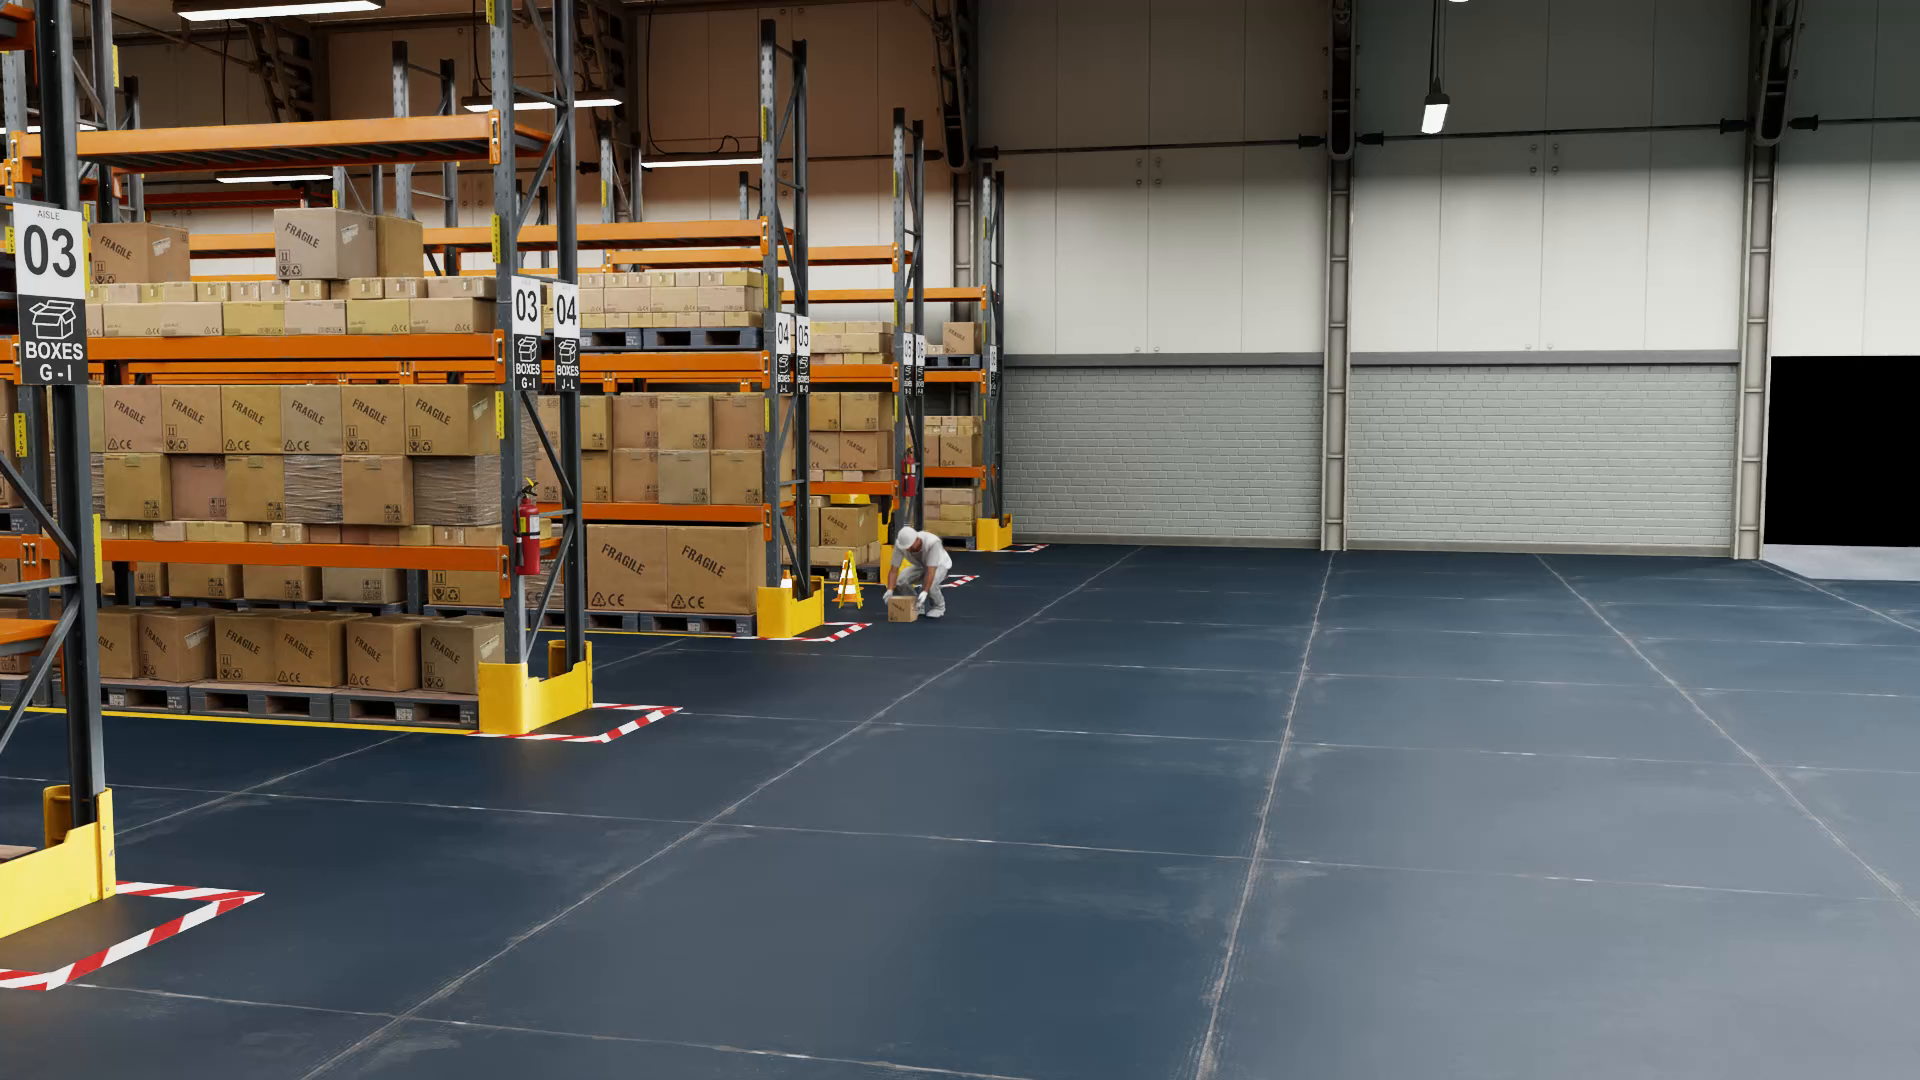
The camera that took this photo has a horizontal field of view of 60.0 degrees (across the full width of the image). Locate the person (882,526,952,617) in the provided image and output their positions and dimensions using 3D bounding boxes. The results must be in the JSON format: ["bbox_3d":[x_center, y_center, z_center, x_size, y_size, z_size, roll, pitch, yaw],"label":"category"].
[{"bbox_3d":[-0.410,0.336,17.964,0.578,1.015,0.902,3,6,32],"label":"person"}]
